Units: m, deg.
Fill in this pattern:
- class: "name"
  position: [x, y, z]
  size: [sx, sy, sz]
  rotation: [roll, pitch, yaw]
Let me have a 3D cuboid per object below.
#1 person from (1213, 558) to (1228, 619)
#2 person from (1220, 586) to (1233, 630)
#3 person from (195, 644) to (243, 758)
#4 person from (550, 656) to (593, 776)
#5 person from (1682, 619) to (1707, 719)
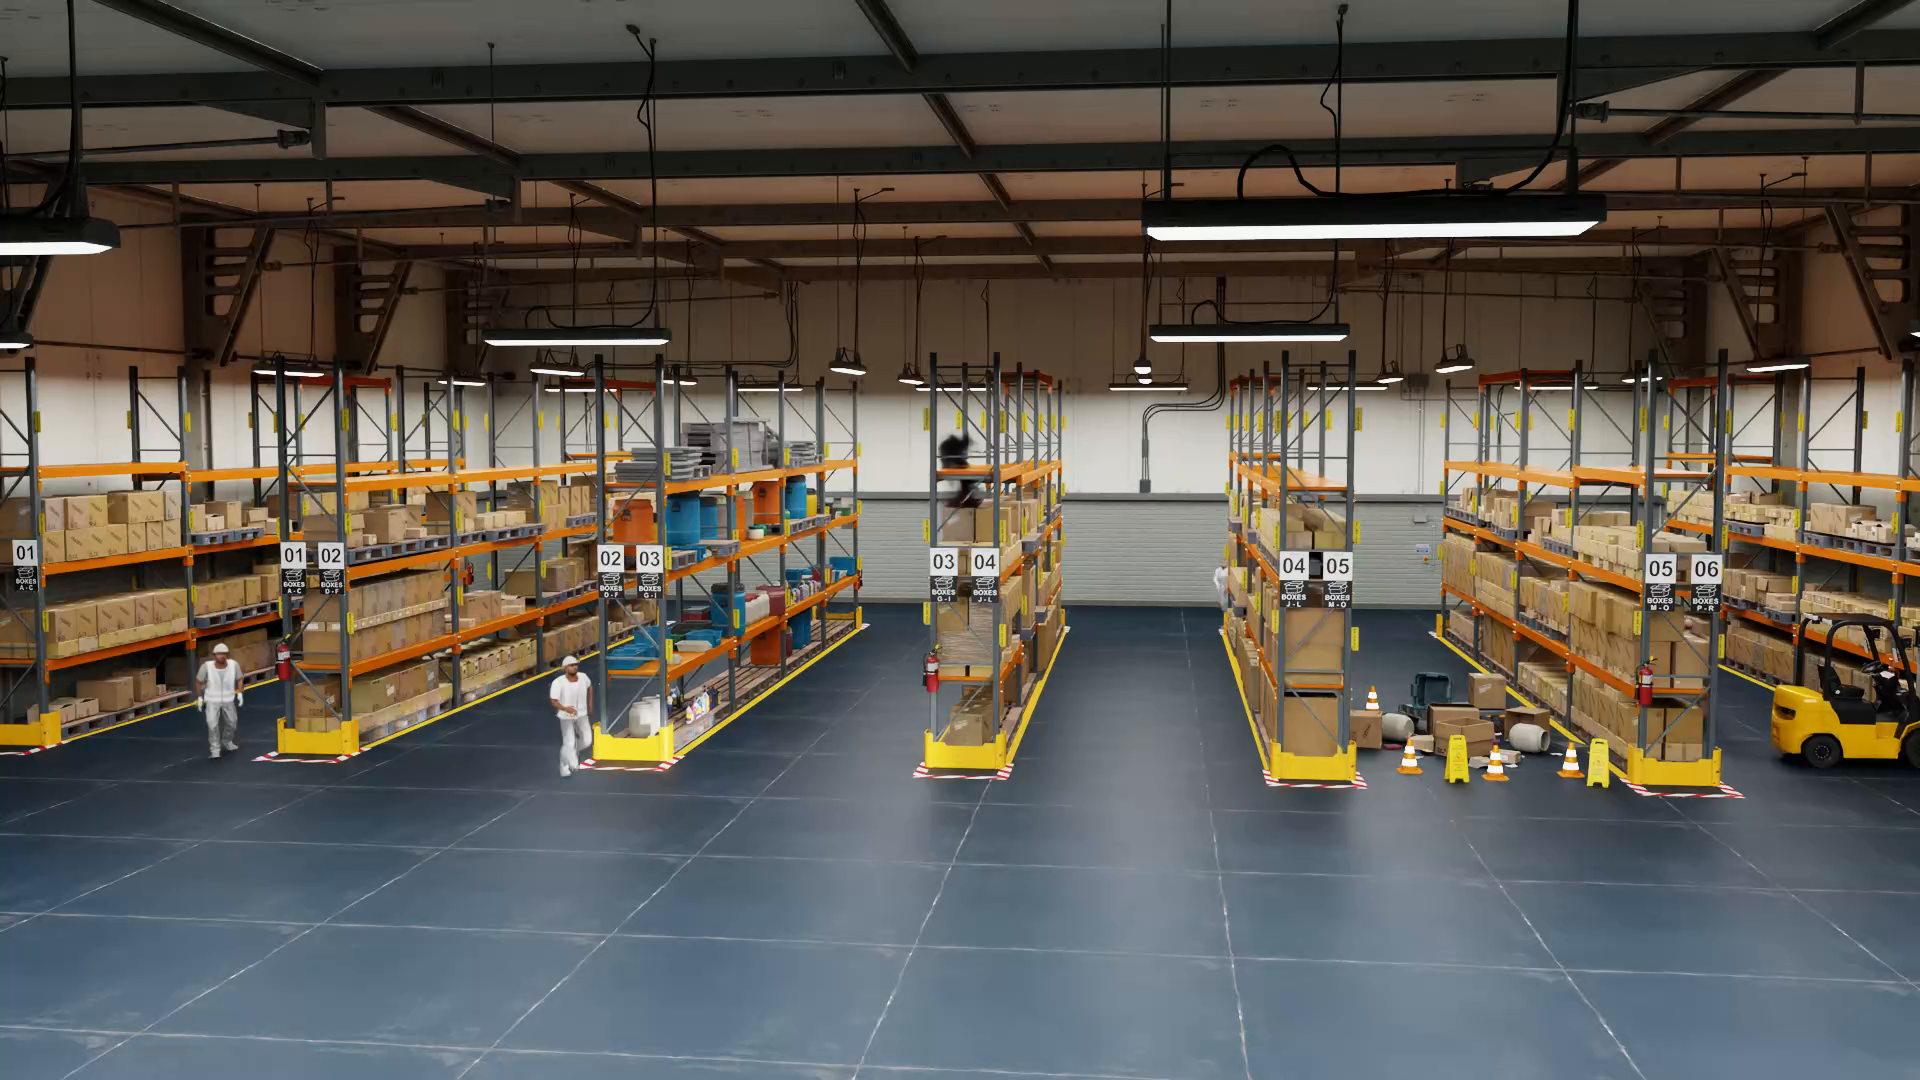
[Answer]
- class: "person"
  position: [6.764, 1.227, 42.273]
  size: [0.653, 1.590, 0.713]
  rotation: [1, 4, 20]
- class: "person"
  position: [6.725, 1.336, 40.255]
  size: [0.907, 1.655, 0.611]
  rotation: [-1, 4, -11]
- class: "person"
  position: [-11.122, 2.387, 24.948]
  size: [0.667, 1.703, 0.714]
  rotation: [-3, 5, -37]
- class: "person"
  position: [-5.421, 2.481, 23.414]
  size: [0.721, 1.712, 0.686]
  rotation: [-3, 5, -35]
- class: "person"
  position: [12.261, 2.190, 27.967]
  size: [0.646, 1.692, 0.976]
  rotation: [0, 4, 0]
